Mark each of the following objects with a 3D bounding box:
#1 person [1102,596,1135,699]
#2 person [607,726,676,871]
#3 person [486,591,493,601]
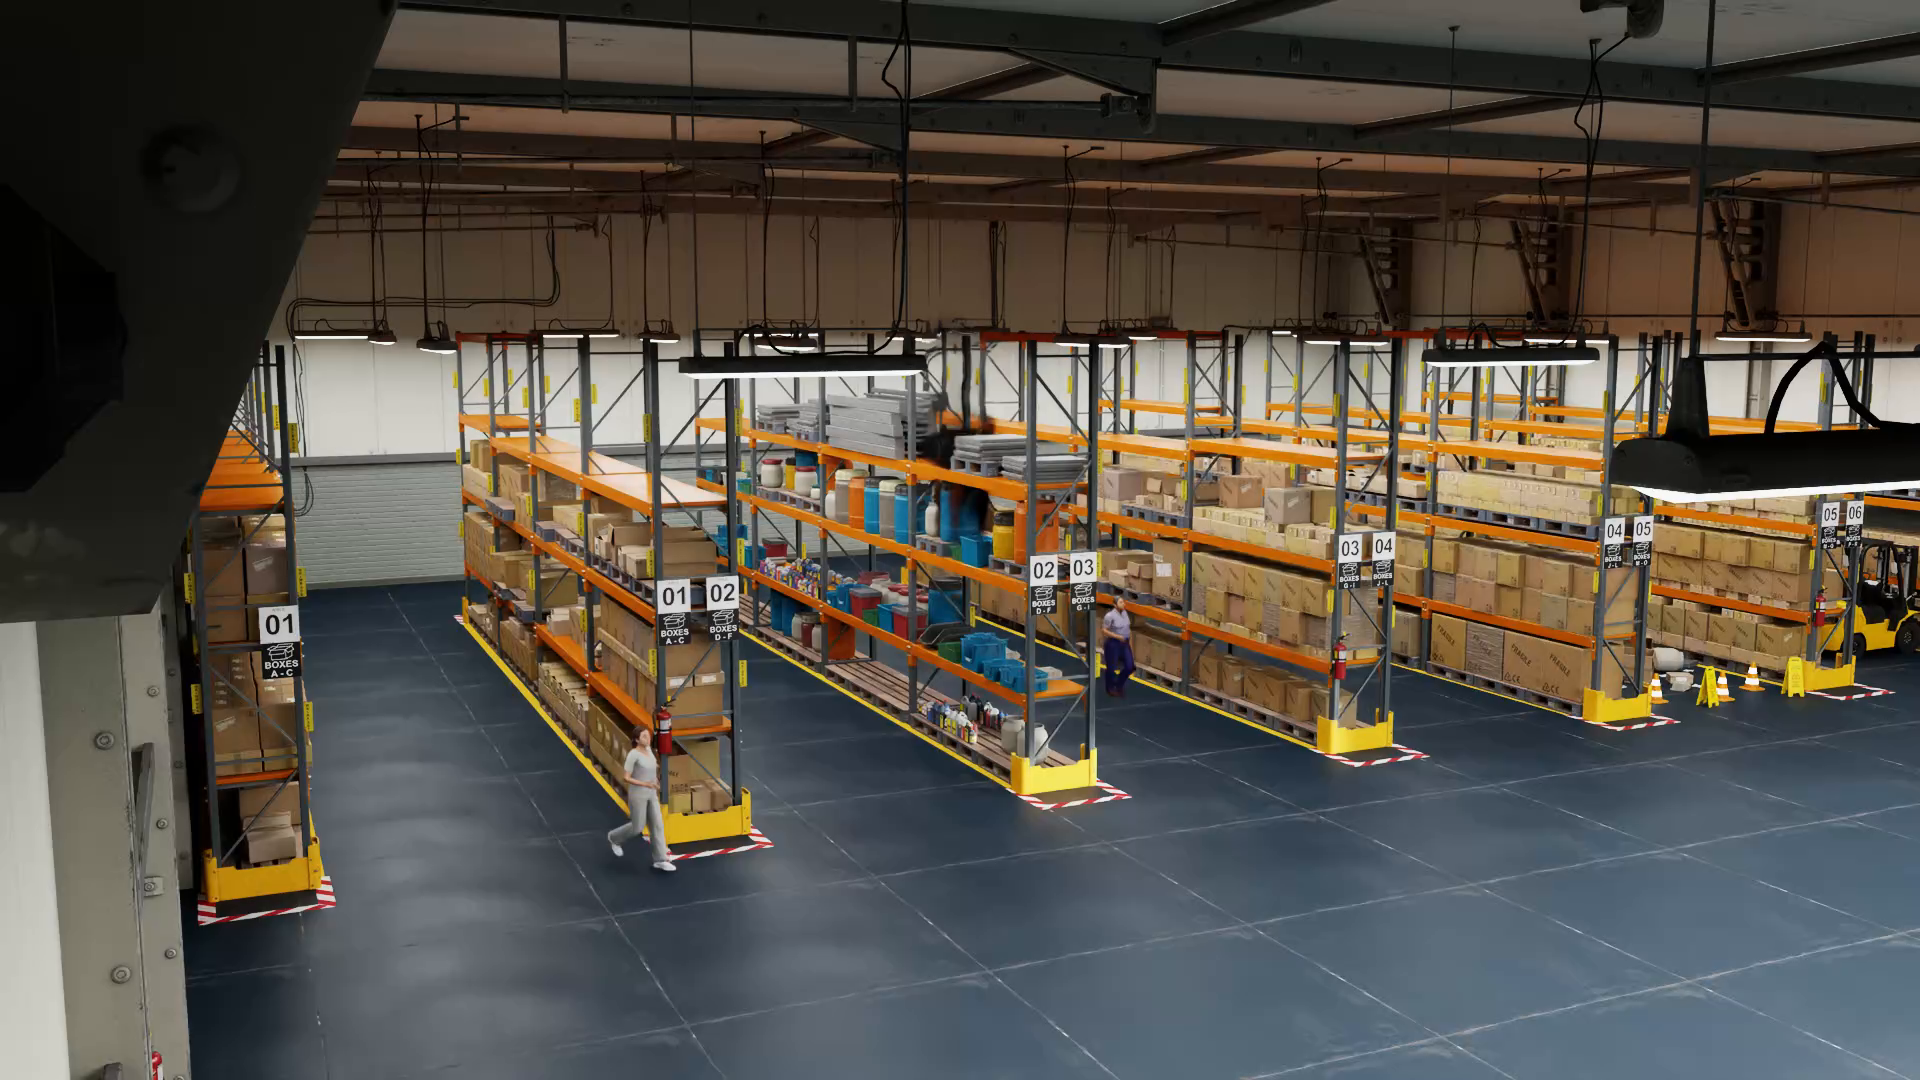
[{"bbox_3d":[2.524,1.722,26.352,0.604,1.668,0.580,-5,9,-33],"label":"person"},{"bbox_3d":[-3.656,2.936,19.085,0.943,1.654,0.578,4,9,28],"label":"person"},{"bbox_3d":[-9.856,0.644,35.838,0.731,1.768,0.693,-1,8,-7],"label":"person"}]
